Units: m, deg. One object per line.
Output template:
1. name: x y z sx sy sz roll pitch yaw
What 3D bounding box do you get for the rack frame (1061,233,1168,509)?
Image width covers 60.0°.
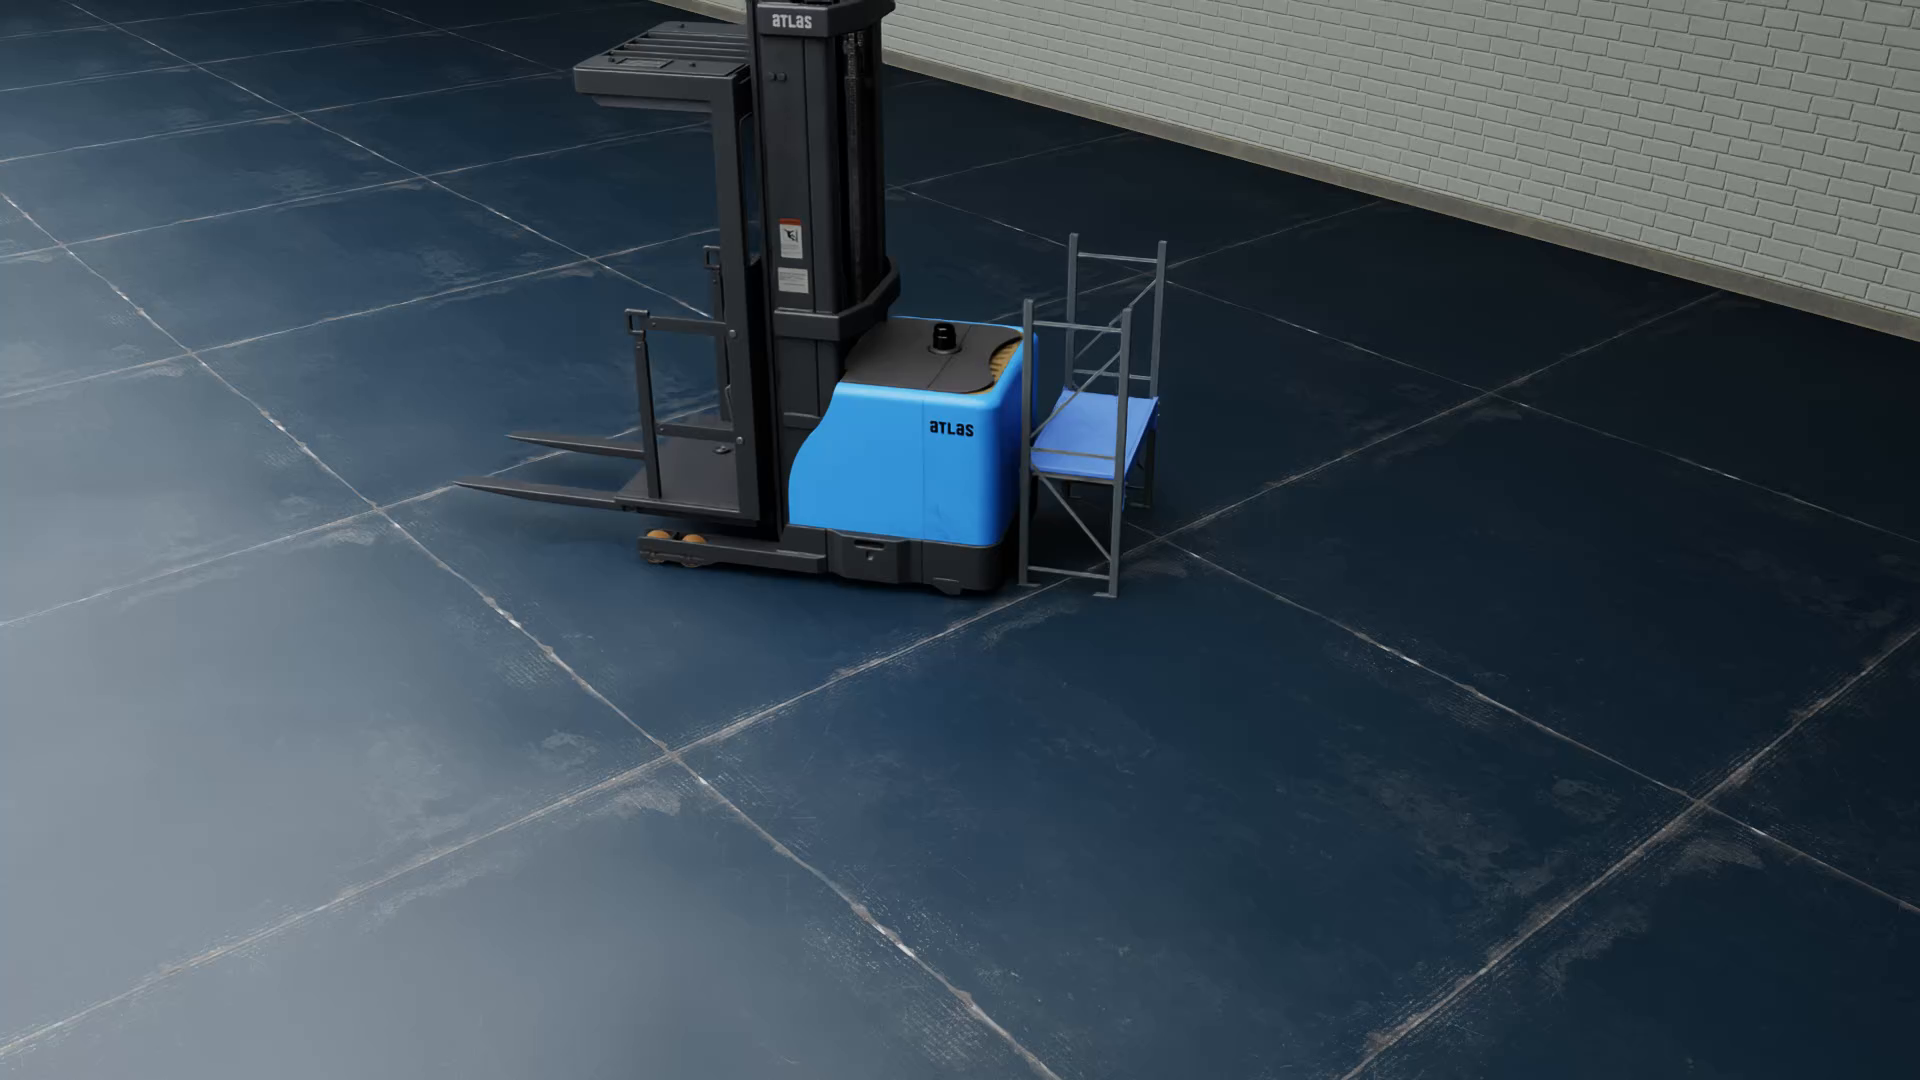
1. rack frame: 0.802 -0.870 8.787 0.500 1.500 0.032 7 29 13

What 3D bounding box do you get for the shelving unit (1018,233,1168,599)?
1. shelving unit: 0.669 -0.639 8.355 0.538 1.500 1.048 7 29 13

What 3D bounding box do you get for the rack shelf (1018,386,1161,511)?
1. rack shelf: 0.669 -0.480 8.439 0.538 0.185 1.000 7 29 13

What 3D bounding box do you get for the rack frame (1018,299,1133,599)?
1. rack frame: 0.536 -0.408 7.922 0.500 1.500 0.032 7 29 13

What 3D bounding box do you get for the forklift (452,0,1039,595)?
1. forklift: -1.159 -1.384 8.229 3.031 2.935 1.130 7 29 12
